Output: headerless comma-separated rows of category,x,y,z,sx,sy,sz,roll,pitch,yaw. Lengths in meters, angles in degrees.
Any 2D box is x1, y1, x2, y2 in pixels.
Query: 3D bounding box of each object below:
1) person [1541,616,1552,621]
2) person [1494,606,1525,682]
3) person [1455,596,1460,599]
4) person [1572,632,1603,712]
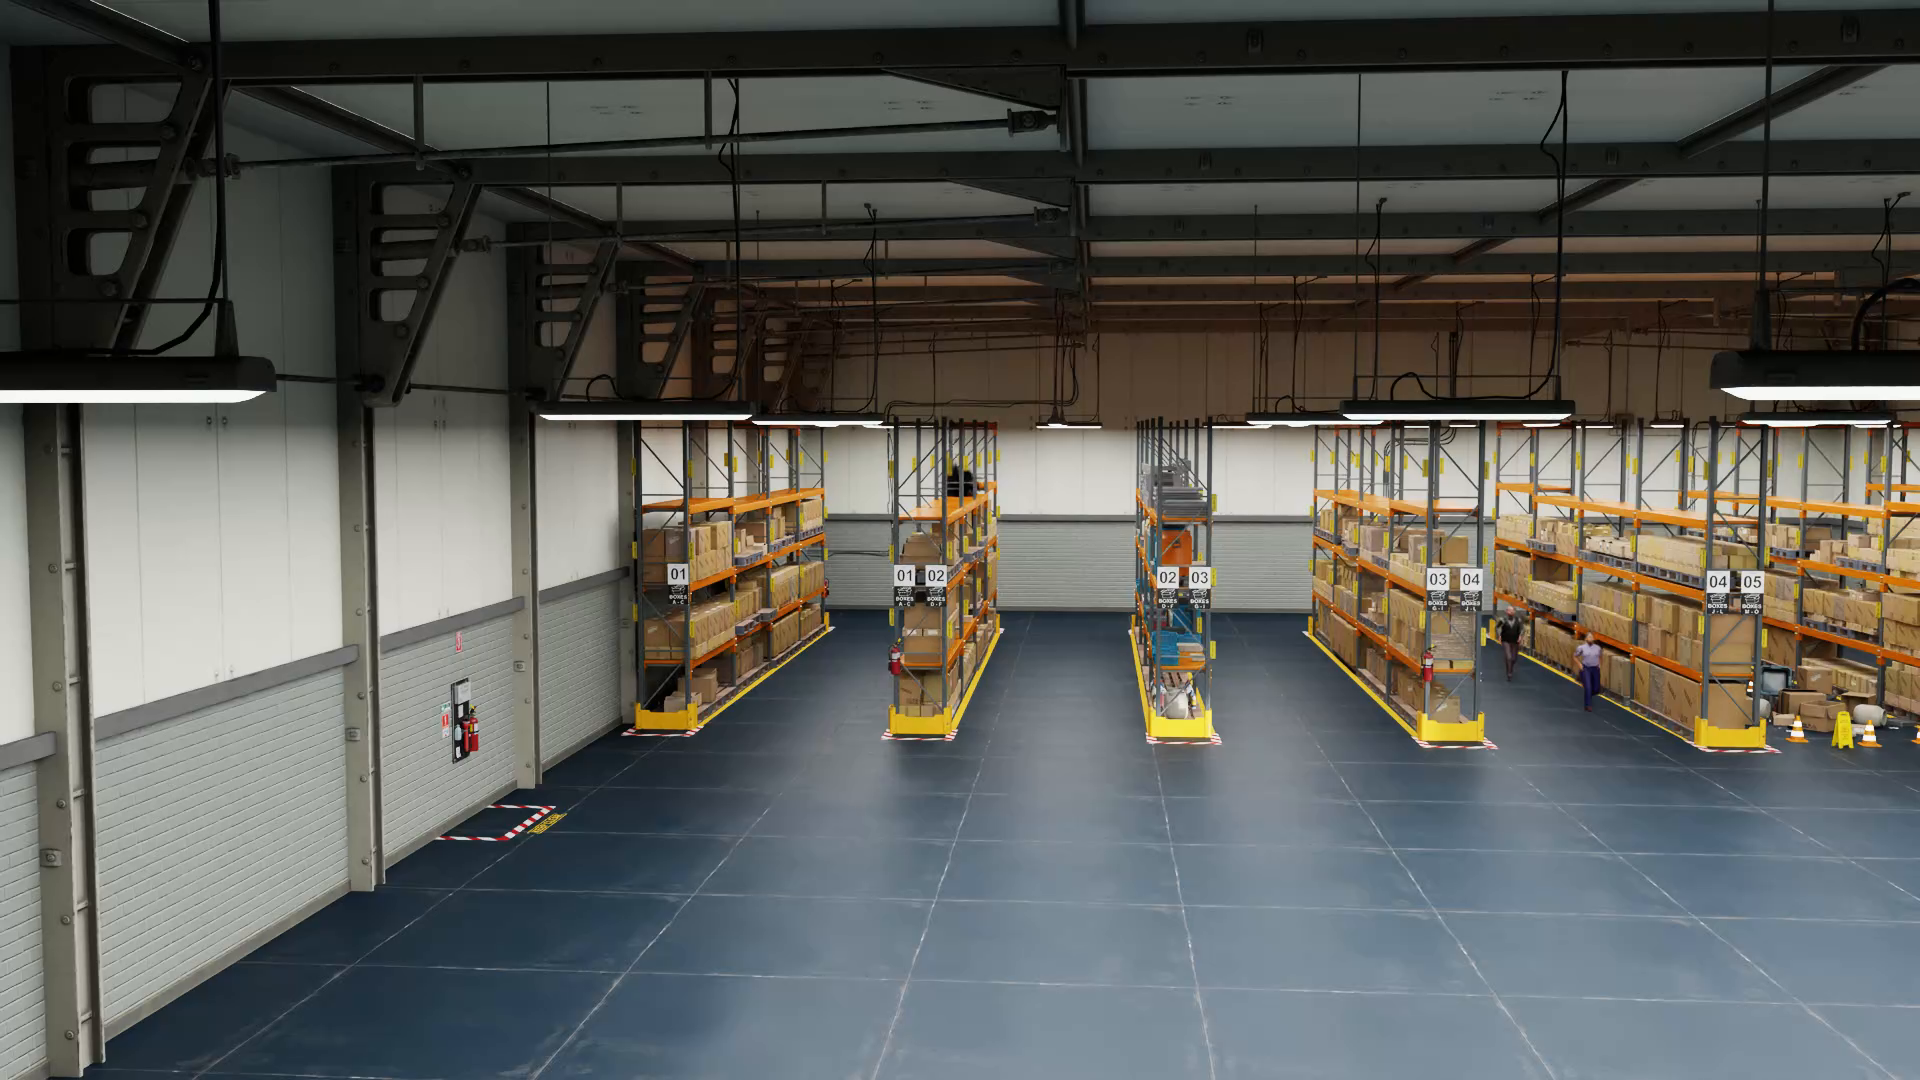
person,16.493,1.876,46.738,0.636,1.596,0.539,-3,5,-38
person,12.685,2.377,38.367,0.673,1.720,0.849,0,4,5
person,13.587,1.916,46.285,0.607,1.567,0.719,2,4,29
person,12.898,2.695,34.121,0.613,1.599,0.669,0,4,0
